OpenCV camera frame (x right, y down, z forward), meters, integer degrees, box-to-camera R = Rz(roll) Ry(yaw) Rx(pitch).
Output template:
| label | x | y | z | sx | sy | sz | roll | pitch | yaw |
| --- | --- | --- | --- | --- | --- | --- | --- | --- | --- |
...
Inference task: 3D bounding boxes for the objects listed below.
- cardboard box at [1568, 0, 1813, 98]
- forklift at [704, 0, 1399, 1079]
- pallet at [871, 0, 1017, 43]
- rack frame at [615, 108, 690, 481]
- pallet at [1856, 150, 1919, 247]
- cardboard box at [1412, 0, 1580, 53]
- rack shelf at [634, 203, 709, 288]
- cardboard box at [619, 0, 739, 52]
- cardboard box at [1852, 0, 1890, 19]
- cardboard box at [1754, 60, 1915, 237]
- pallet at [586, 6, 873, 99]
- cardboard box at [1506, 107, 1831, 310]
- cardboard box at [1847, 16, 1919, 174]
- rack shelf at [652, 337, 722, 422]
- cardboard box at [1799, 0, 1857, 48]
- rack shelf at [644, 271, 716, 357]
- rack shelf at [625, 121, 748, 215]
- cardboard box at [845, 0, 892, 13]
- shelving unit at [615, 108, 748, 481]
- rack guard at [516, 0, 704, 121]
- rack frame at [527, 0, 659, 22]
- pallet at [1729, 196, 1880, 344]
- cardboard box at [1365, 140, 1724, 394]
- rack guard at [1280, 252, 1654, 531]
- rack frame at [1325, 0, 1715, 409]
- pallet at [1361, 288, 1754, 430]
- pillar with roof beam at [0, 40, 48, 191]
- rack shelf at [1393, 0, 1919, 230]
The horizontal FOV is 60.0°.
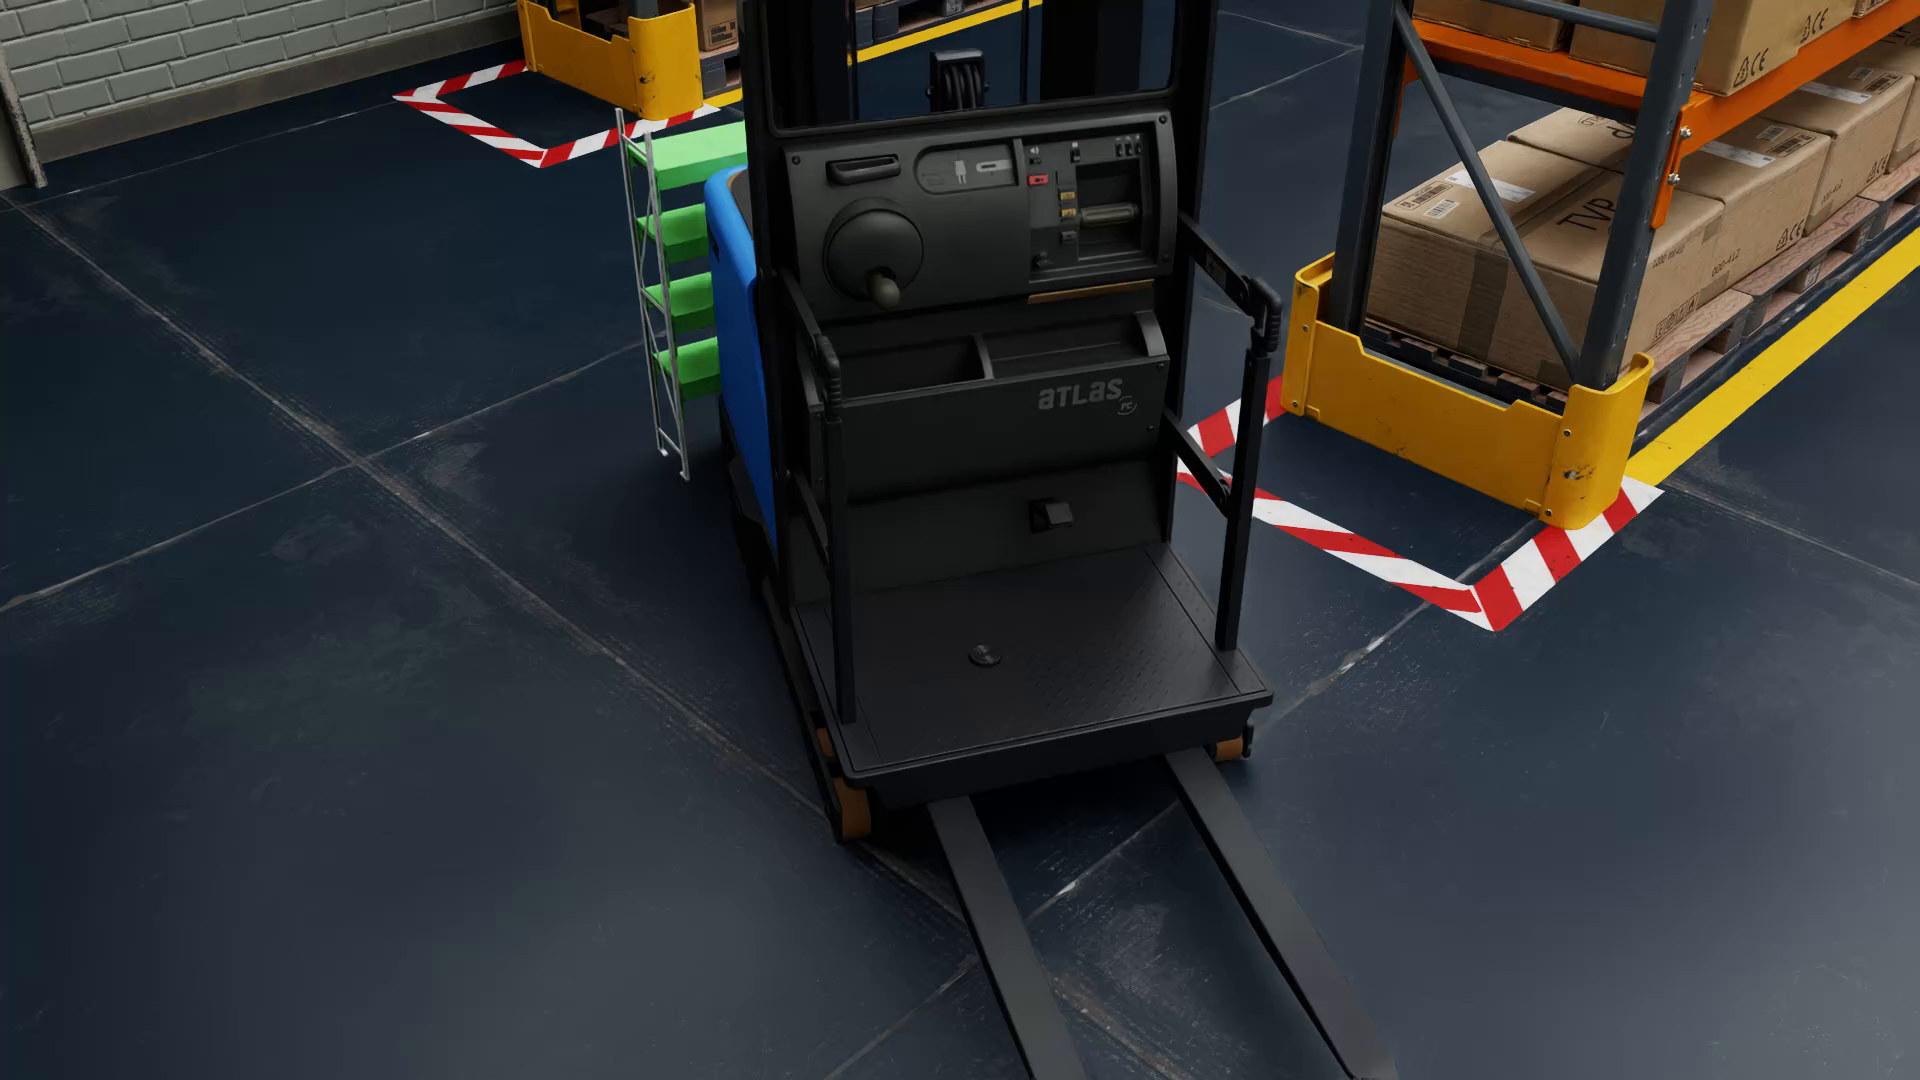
| label | x | y | z | sx | sy | sz | roll | pitch | yaw |
| --- | --- | --- | --- | --- | --- | --- | --- | --- | --- |
| cardboard box | 2.211 | -1.680 | 4.950 | 0.500 | 0.500 | 0.500 | 29 | 44 | 35 |
| forklift | 0.125 | -0.705 | 3.699 | 1.130 | 2.935 | 3.031 | -10 | 36 | -13 |
| pallet | -0.382 | -3.263 | 9.744 | 1.003 | 0.211 | 1.213 | 30 | 45 | 35 |
| rack frame | -0.969 | -0.751 | 5.276 | 0.015 | 1.200 | 0.240 | -19 | 39 | -25 |
| pallet | 3.896 | -1.763 | 7.593 | 1.003 | 0.211 | 1.213 | 30 | 45 | 35 |
| cardboard box | 1.821 | -1.904 | 5.270 | 0.500 | 0.500 | 0.500 | -30 | 45 | -35 |
| rack shelf | -0.762 | -0.969 | 5.281 | 0.480 | 0.148 | 0.258 | -19 | 39 | -25 |
| cardboard box | -1.358 | -2.918 | 8.626 | 0.797 | 0.503 | 0.637 | 28 | 43 | 34 |
| cardboard box | 2.919 | -2.096 | 5.546 | 0.500 | 0.500 | 0.500 | 29 | 44 | 35 |
| cardboard box | 3.338 | -1.730 | 6.981 | 0.875 | 0.438 | 0.875 | 28 | 44 | 34 |
| pallet | -1.242 | -2.770 | 9.038 | 1.003 | 0.211 | 1.213 | 30 | 45 | 35 |
| cardboard box | 2.702 | -1.365 | 6.457 | 0.875 | 0.438 | 0.875 | -29 | 44 | -34 |
| cardboard box | 3.969 | -2.094 | 7.503 | 0.875 | 0.438 | 0.875 | 29 | 44 | 35 |
| rack shelf | -0.760 | -0.574 | 5.553 | 0.480 | 0.148 | 0.258 | -19 | 39 | -25 |
| cardboard box | 2.547 | -1.897 | 5.260 | 0.500 | 0.500 | 0.500 | 29 | 44 | 35 |
| rack shelf | -0.761 | -0.771 | 5.417 | 0.480 | 0.148 | 0.258 | -19 | 39 | -25 |
| rack shelf | -0.763 | -1.167 | 5.145 | 0.480 | 0.148 | 0.258 | -19 | 39 | -25 |
| cardboard box | -0.728 | -3.248 | 9.102 | 0.500 | 0.500 | 0.700 | -28 | 44 | -34 |
| shelving unit | -0.761 | -0.824 | 5.381 | 0.503 | 1.200 | 0.258 | -19 | 39 | -25 |
| rack guard | -1.803 | -2.565 | 8.490 | 1.175 | 0.500 | 0.348 | 30 | 45 | 35 |
| rack frame | -1.856 | -3.559 | 7.731 | 1.000 | 3.000 | 0.127 | 30 | 45 | 35 |
| pallet | 3.036 | -1.265 | 6.880 | 1.003 | 0.211 | 1.213 | 30 | 45 | 35 |
| cardboard box | 2.063 | -0.990 | 5.920 | 0.875 | 0.438 | 0.875 | 28 | 44 | 34 |
| rack guard | 1.652 | -0.525 | 5.566 | 1.175 | 0.500 | 0.348 | 30 | 45 | 35 |
| rack frame | 1.669 | -1.560 | 4.865 | 1.000 | 3.000 | 0.127 | 30 | 45 | 35 |
| pallet | 2.177 | -0.772 | 6.173 | 1.003 | 0.211 | 1.213 | 30 | 45 | 35 |
| pillar with roof beam | -1.341 | -3.554 | 2.479 | 9.100 | 9.000 | 0.400 | 30 | 45 | 35 |
| rack shelf | 3.078 | -2.077 | 6.235 | 1.077 | 0.370 | 4.000 | 30 | 45 | 35 |
